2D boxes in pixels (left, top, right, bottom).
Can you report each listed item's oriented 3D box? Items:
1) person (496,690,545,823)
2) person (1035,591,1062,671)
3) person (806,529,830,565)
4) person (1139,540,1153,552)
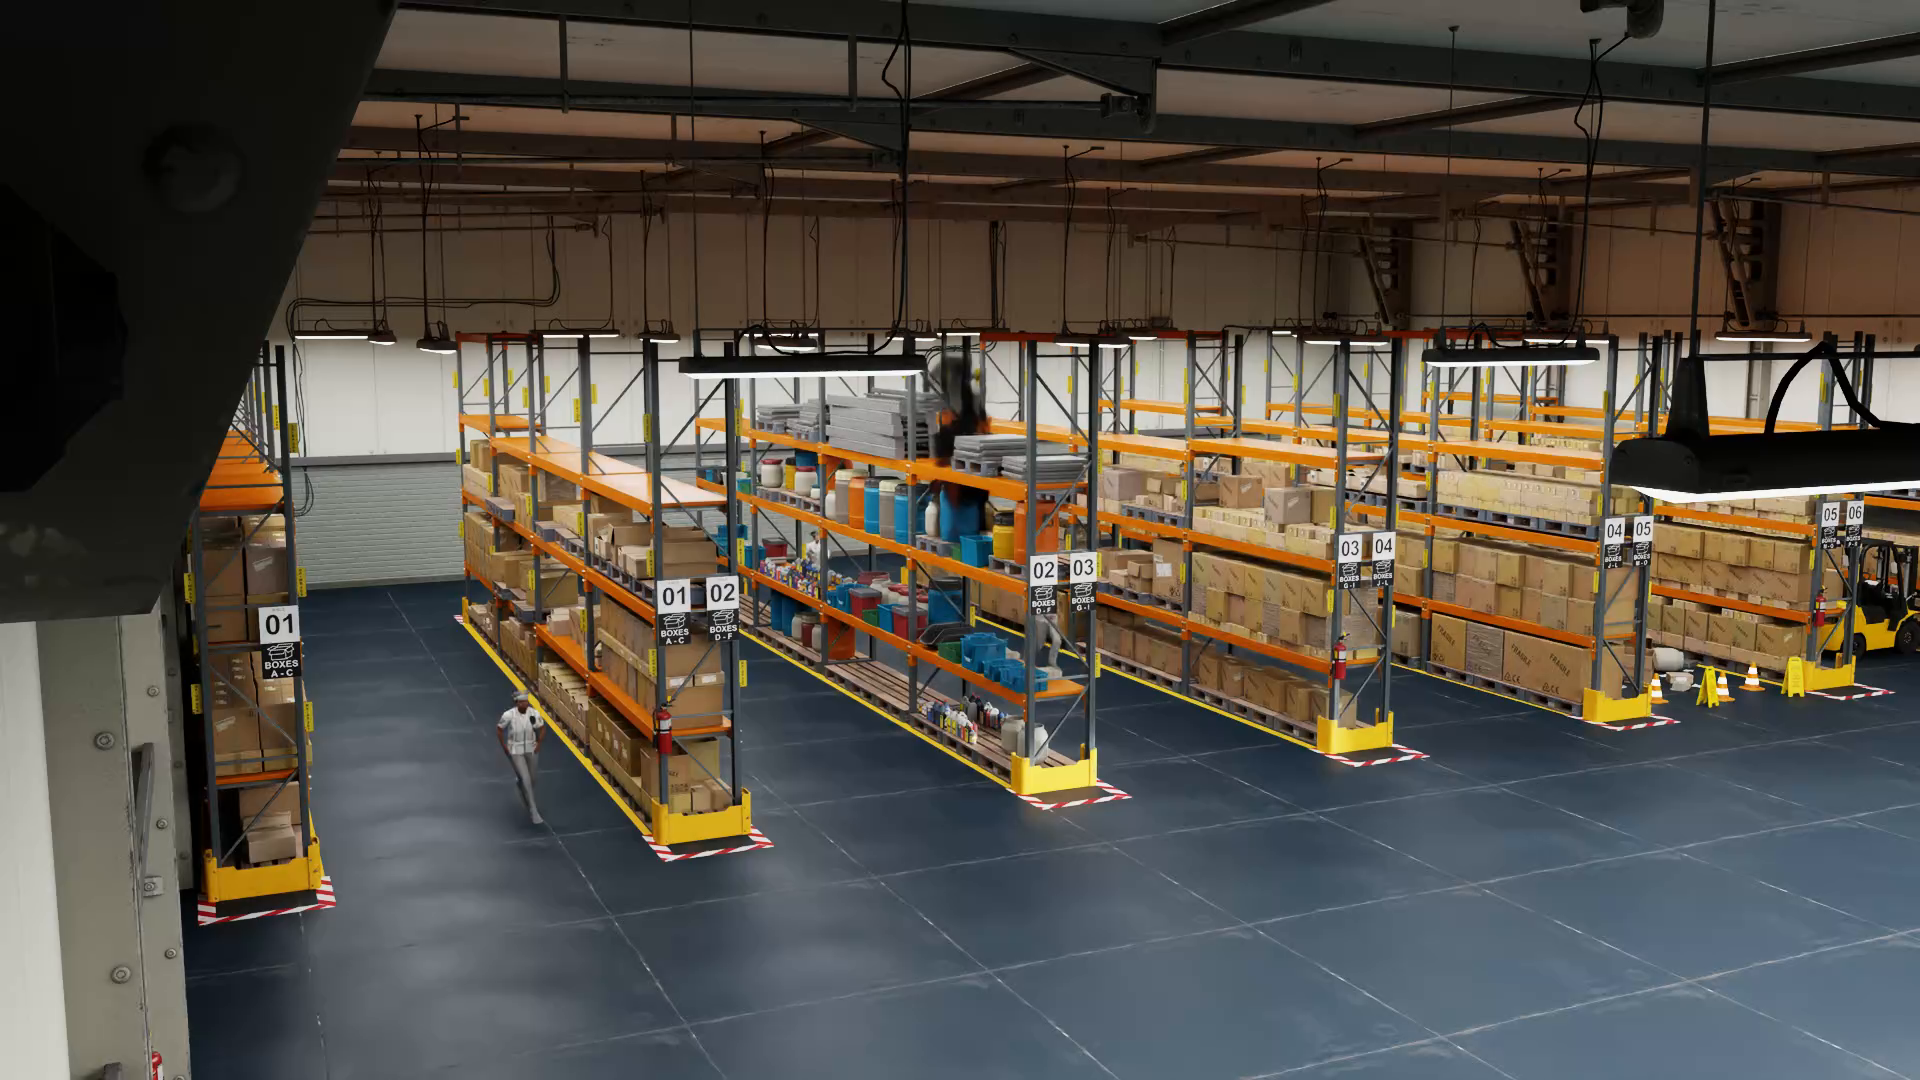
[{"bbox_3d":[-5.548,2.686,21.080,0.599,1.687,0.862,-4,9,-29],"label":"person"},{"bbox_3d":[1.467,1.394,28.581,0.688,1.820,0.791,-6,10,-38],"label":"person"},{"bbox_3d":[-3.125,0.599,36.393,0.625,1.709,0.848,-5,9,-34],"label":"person"},{"bbox_3d":[4.795,-0.114,41.602,0.665,1.710,0.767,7,10,41],"label":"person"}]
